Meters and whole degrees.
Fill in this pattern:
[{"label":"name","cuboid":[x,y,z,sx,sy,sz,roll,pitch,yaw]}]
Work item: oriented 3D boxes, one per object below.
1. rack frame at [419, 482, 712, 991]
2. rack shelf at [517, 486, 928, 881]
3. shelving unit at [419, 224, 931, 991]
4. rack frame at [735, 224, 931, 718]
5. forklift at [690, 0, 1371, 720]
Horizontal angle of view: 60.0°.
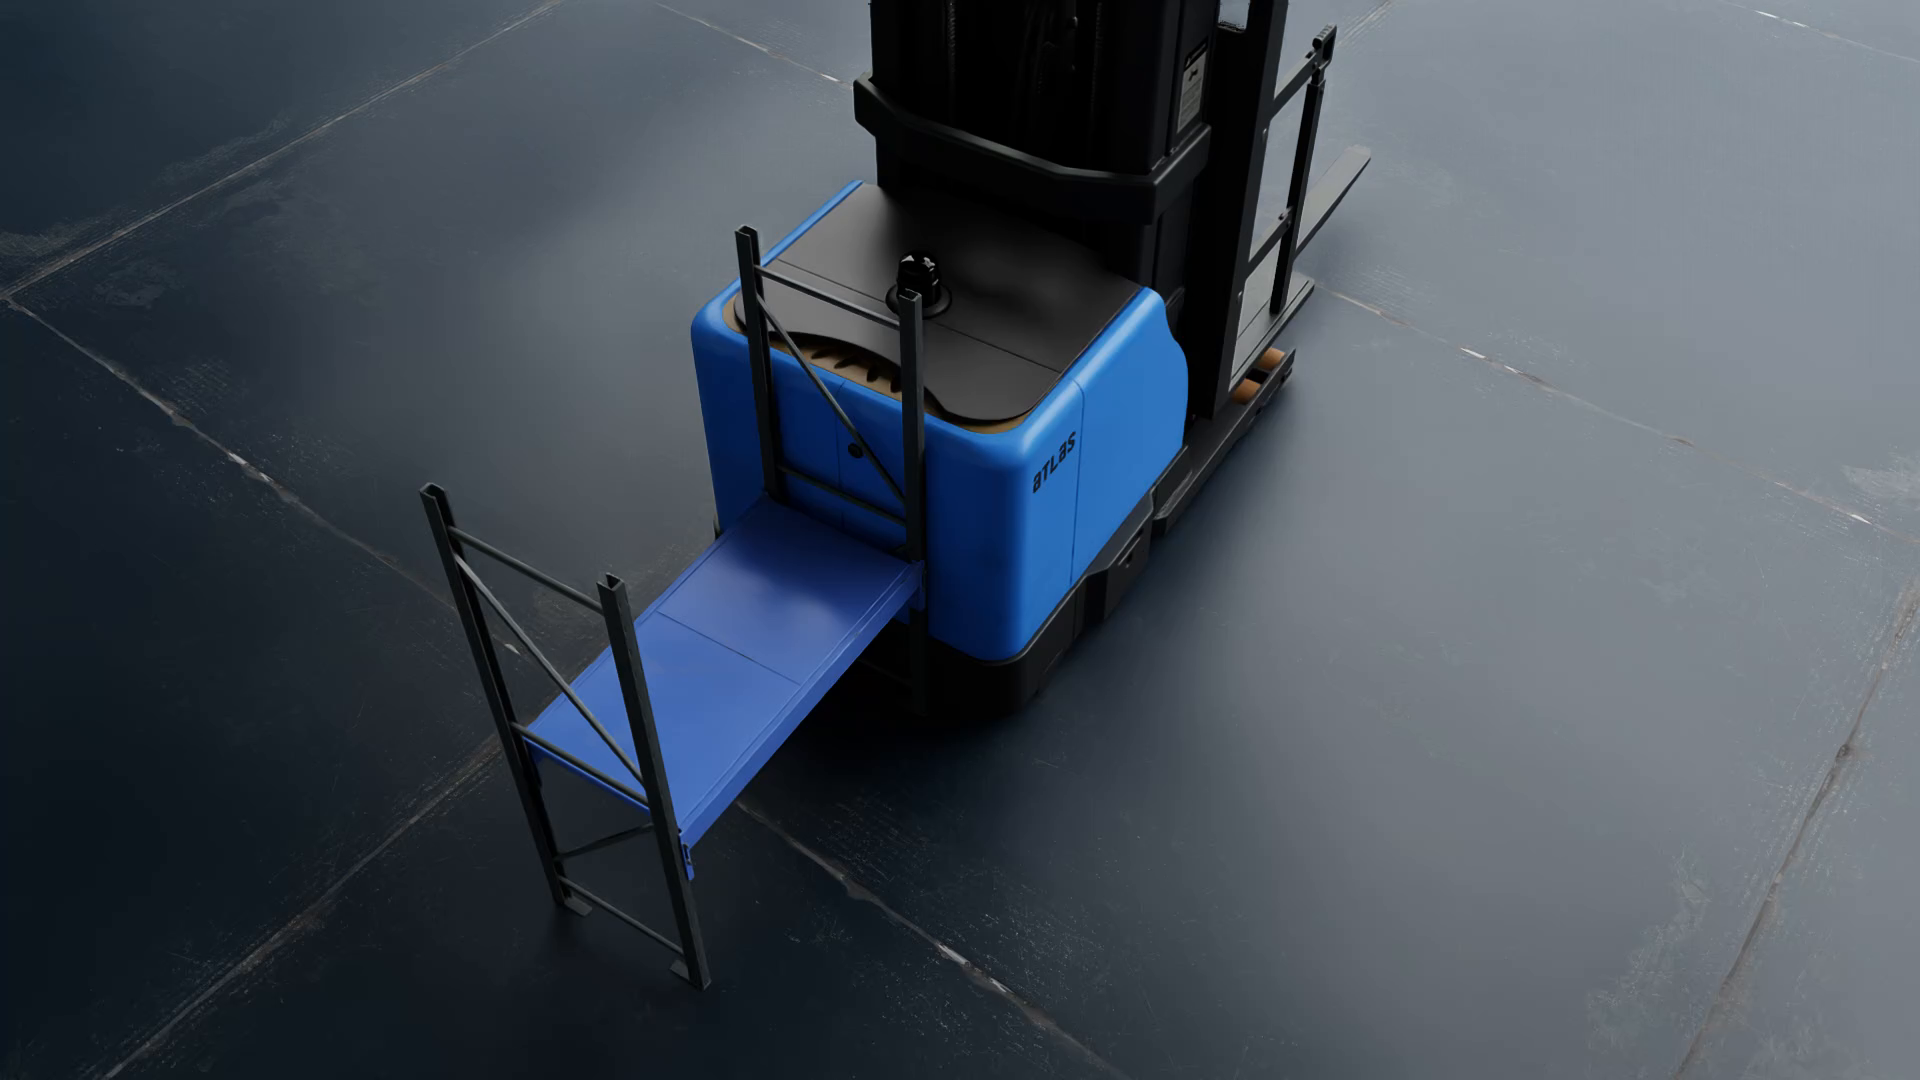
[{"label":"rack frame","cuboid":[-0.845,0.508,3.728,0.500,1.500,0.032,24,51,22]},{"label":"rack shelf","cuboid":[-0.575,0.321,4.155,0.538,0.185,1.000,24,51,22]},{"label":"shelving unit","cuboid":[-0.575,0.197,4.025,0.538,1.500,1.048,24,51,22]},{"label":"rack frame","cuboid":[-0.304,-0.115,4.322,0.500,1.500,0.032,24,51,22]},{"label":"forklift","cuboid":[0.488,-1.557,4.710,1.130,2.935,3.031,24,51,22]}]
